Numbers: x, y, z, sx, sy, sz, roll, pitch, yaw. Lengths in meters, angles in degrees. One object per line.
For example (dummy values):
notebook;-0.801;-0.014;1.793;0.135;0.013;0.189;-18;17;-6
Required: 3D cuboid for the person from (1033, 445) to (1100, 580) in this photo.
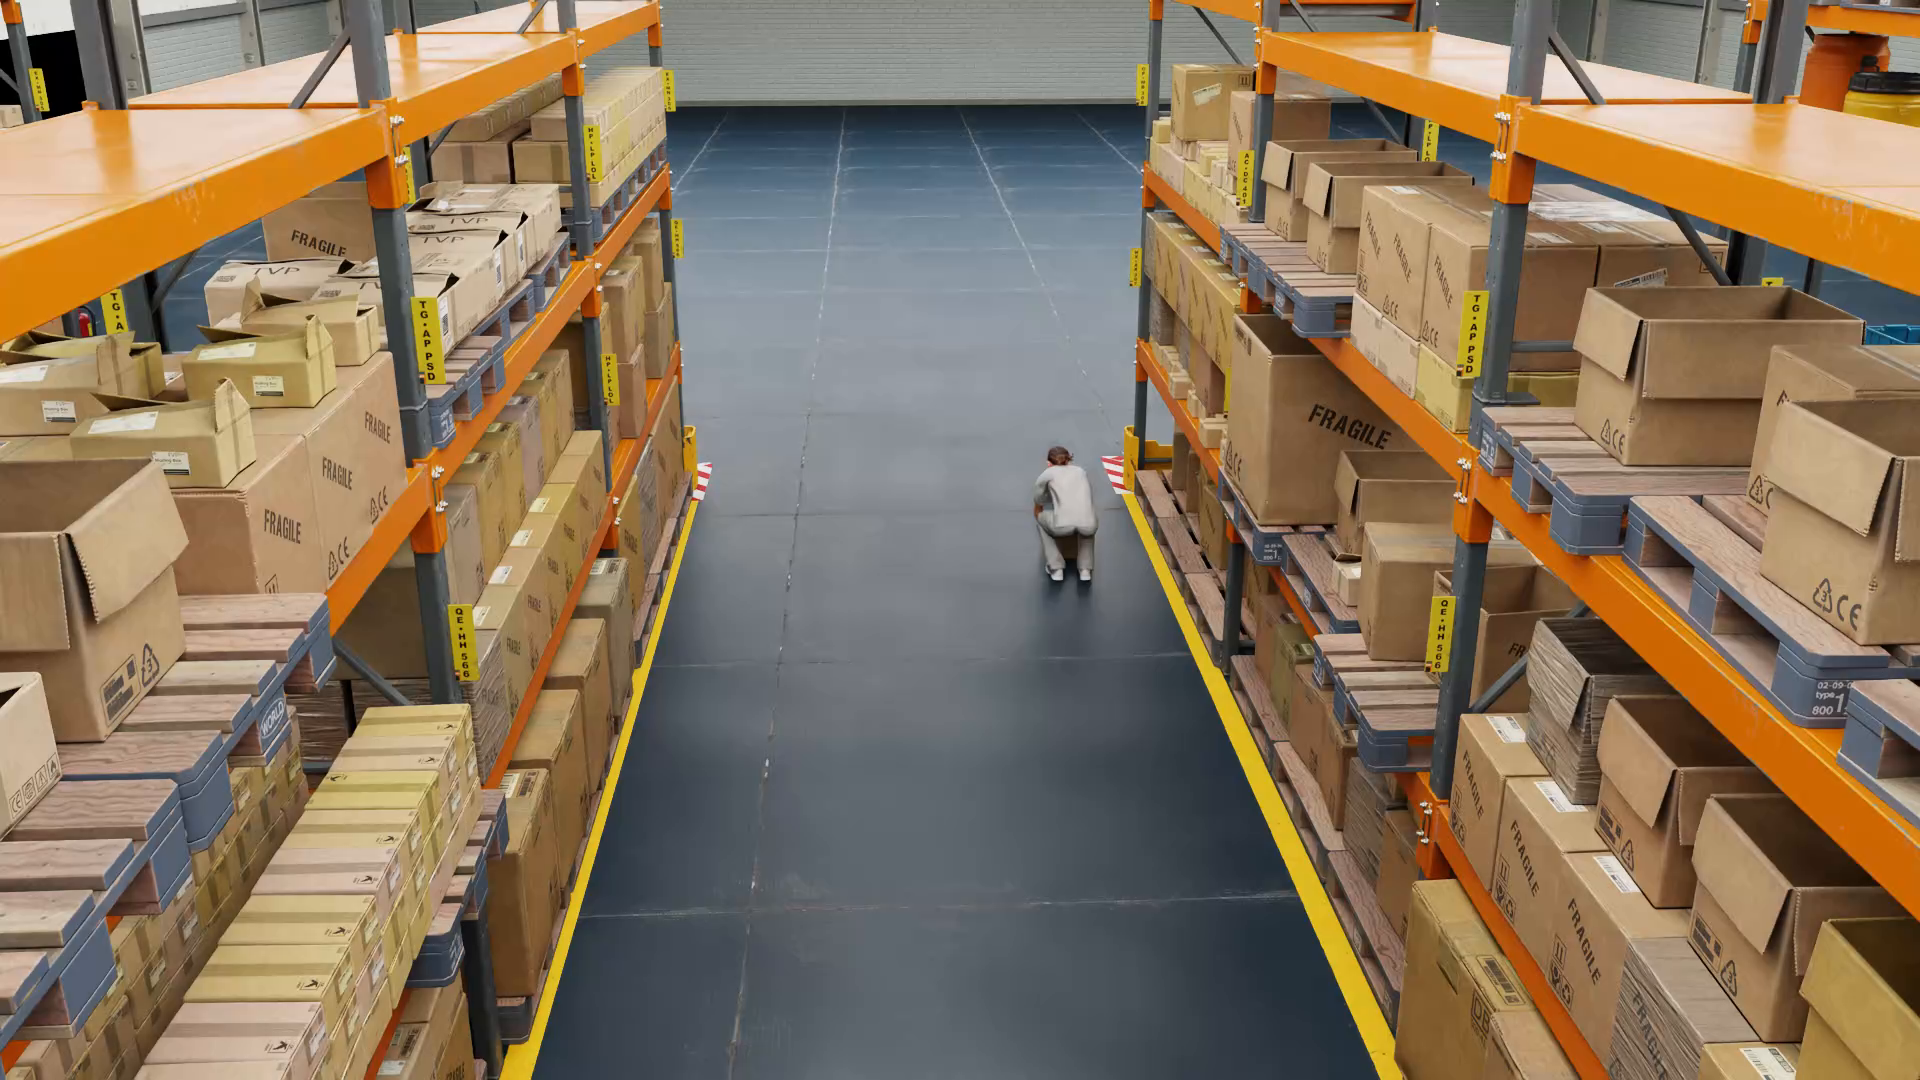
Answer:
person;0.812;-0.196;12.707;0.482;0.906;0.796;-1;21;-3
